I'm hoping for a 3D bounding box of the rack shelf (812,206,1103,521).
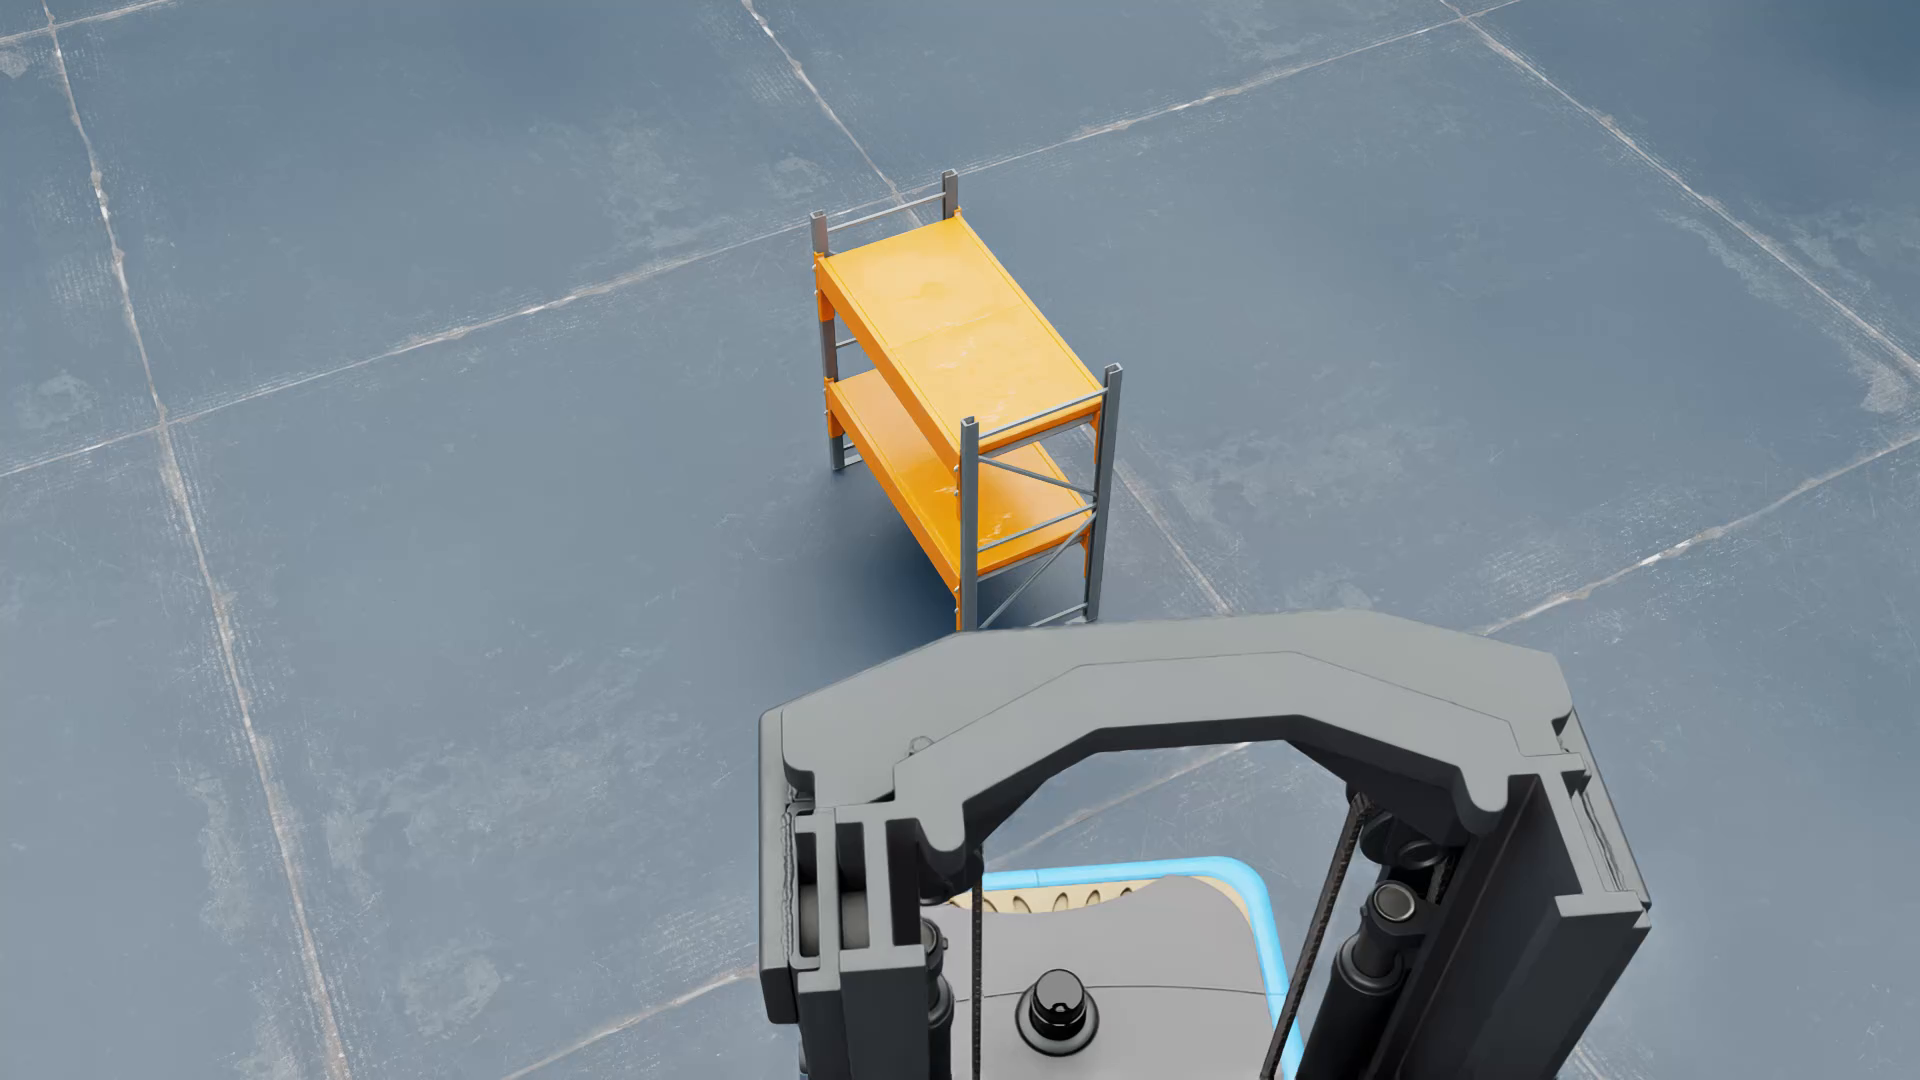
[{"bbox_3d":[-0.003,-0.568,5.110,0.538,0.278,1.000,-21,52,-18],"label":"rack shelf"}]

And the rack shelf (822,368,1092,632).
[{"bbox_3d":[-0.003,-0.214,5.515,0.538,0.278,1.000,-21,52,-18],"label":"rack shelf"}]

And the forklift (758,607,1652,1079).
[{"bbox_3d":[0.292,1.583,2.419,1.130,2.935,3.031,-4,49,-3],"label":"forklift"}]

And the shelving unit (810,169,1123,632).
[{"bbox_3d":[-0.003,-0.375,5.331,0.538,1.125,1.048,-21,52,-18],"label":"shelving unit"}]

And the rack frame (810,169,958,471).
[{"bbox_3d":[-0.236,-0.715,5.628,0.500,1.125,0.032,-21,52,-18],"label":"rack frame"}]

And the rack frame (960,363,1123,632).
[{"bbox_3d":[0.230,-0.035,5.033,0.500,1.125,0.032,-21,52,-18],"label":"rack frame"}]
